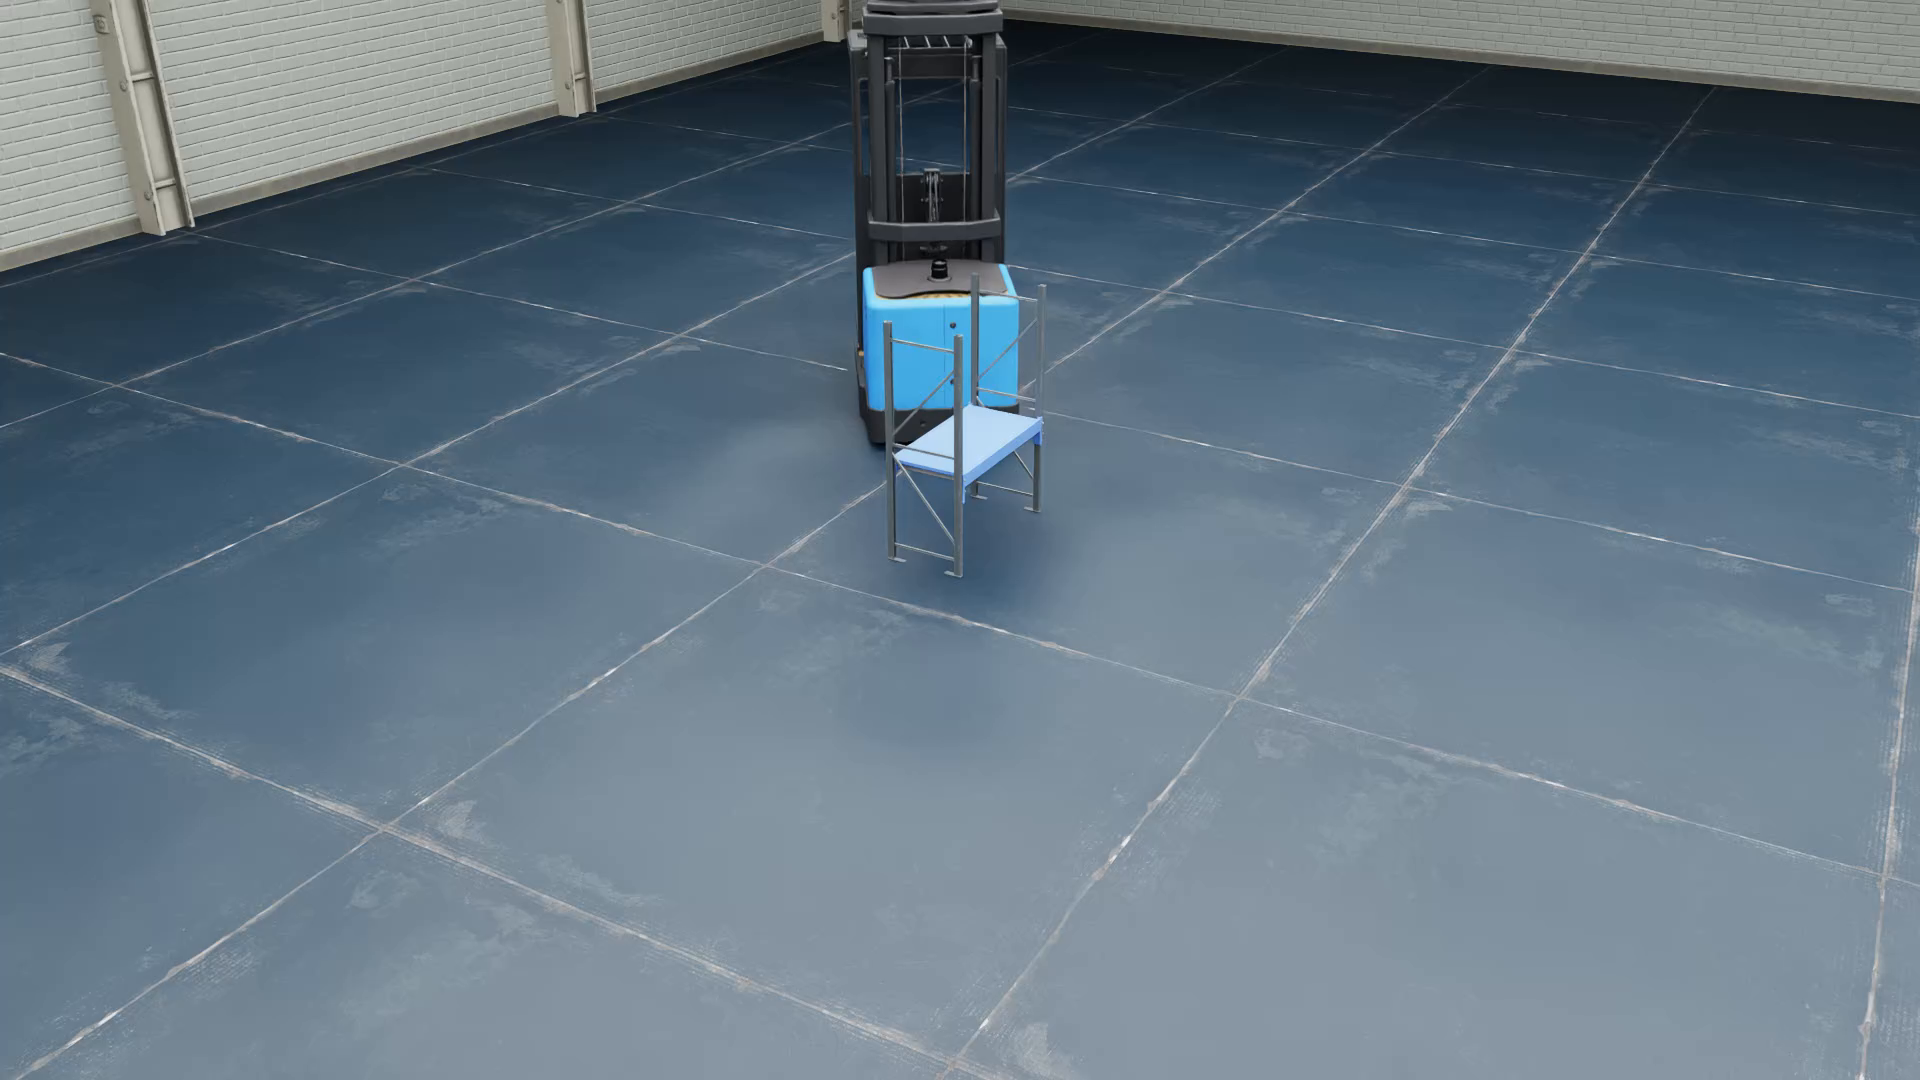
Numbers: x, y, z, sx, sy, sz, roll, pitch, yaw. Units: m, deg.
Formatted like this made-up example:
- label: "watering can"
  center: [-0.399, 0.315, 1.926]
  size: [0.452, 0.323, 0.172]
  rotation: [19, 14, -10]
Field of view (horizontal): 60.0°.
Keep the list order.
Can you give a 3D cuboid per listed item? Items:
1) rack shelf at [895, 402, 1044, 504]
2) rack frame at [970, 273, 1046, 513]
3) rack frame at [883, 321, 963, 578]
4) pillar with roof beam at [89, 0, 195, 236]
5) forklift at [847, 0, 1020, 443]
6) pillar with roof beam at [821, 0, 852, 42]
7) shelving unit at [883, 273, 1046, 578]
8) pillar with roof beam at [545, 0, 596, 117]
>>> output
- label: "rack shelf"
  center: [0.042, -0.543, 10.061]
  size: [0.538, 0.185, 1.000]
  rotation: [14, 30, 26]
- label: "rack frame"
  center: [0.292, -0.902, 10.376]
  size: [0.500, 1.500, 0.032]
  rotation: [14, 30, 26]
- label: "rack frame"
  center: [-0.208, -0.506, 9.585]
  size: [0.500, 1.500, 0.032]
  rotation: [14, 30, 26]
- label: "pillar with roof beam"
  center: [-4.050, -6.143, 12.468]
  size: [9.100, 9.000, 0.400]
  rotation: [14, 30, 26]
- label: "forklift"
  center: [-0.241, -2.603, 12.176]
  size: [1.130, 2.935, 3.031]
  rotation: [-2, 27, -5]
- label: "pillar with roof beam"
  center: [1.853, -10.819, 21.811]
  size: [9.100, 9.000, 0.400]
  rotation: [14, 30, 26]
- label: "shelving unit"
  center: [0.042, -0.704, 9.981]
  size: [0.538, 1.500, 1.048]
  rotation: [14, 30, 26]
- label: "pillar with roof beam"
  center: [-1.098, -8.481, 17.139]
  size: [9.100, 9.000, 0.400]
  rotation: [14, 30, 26]
